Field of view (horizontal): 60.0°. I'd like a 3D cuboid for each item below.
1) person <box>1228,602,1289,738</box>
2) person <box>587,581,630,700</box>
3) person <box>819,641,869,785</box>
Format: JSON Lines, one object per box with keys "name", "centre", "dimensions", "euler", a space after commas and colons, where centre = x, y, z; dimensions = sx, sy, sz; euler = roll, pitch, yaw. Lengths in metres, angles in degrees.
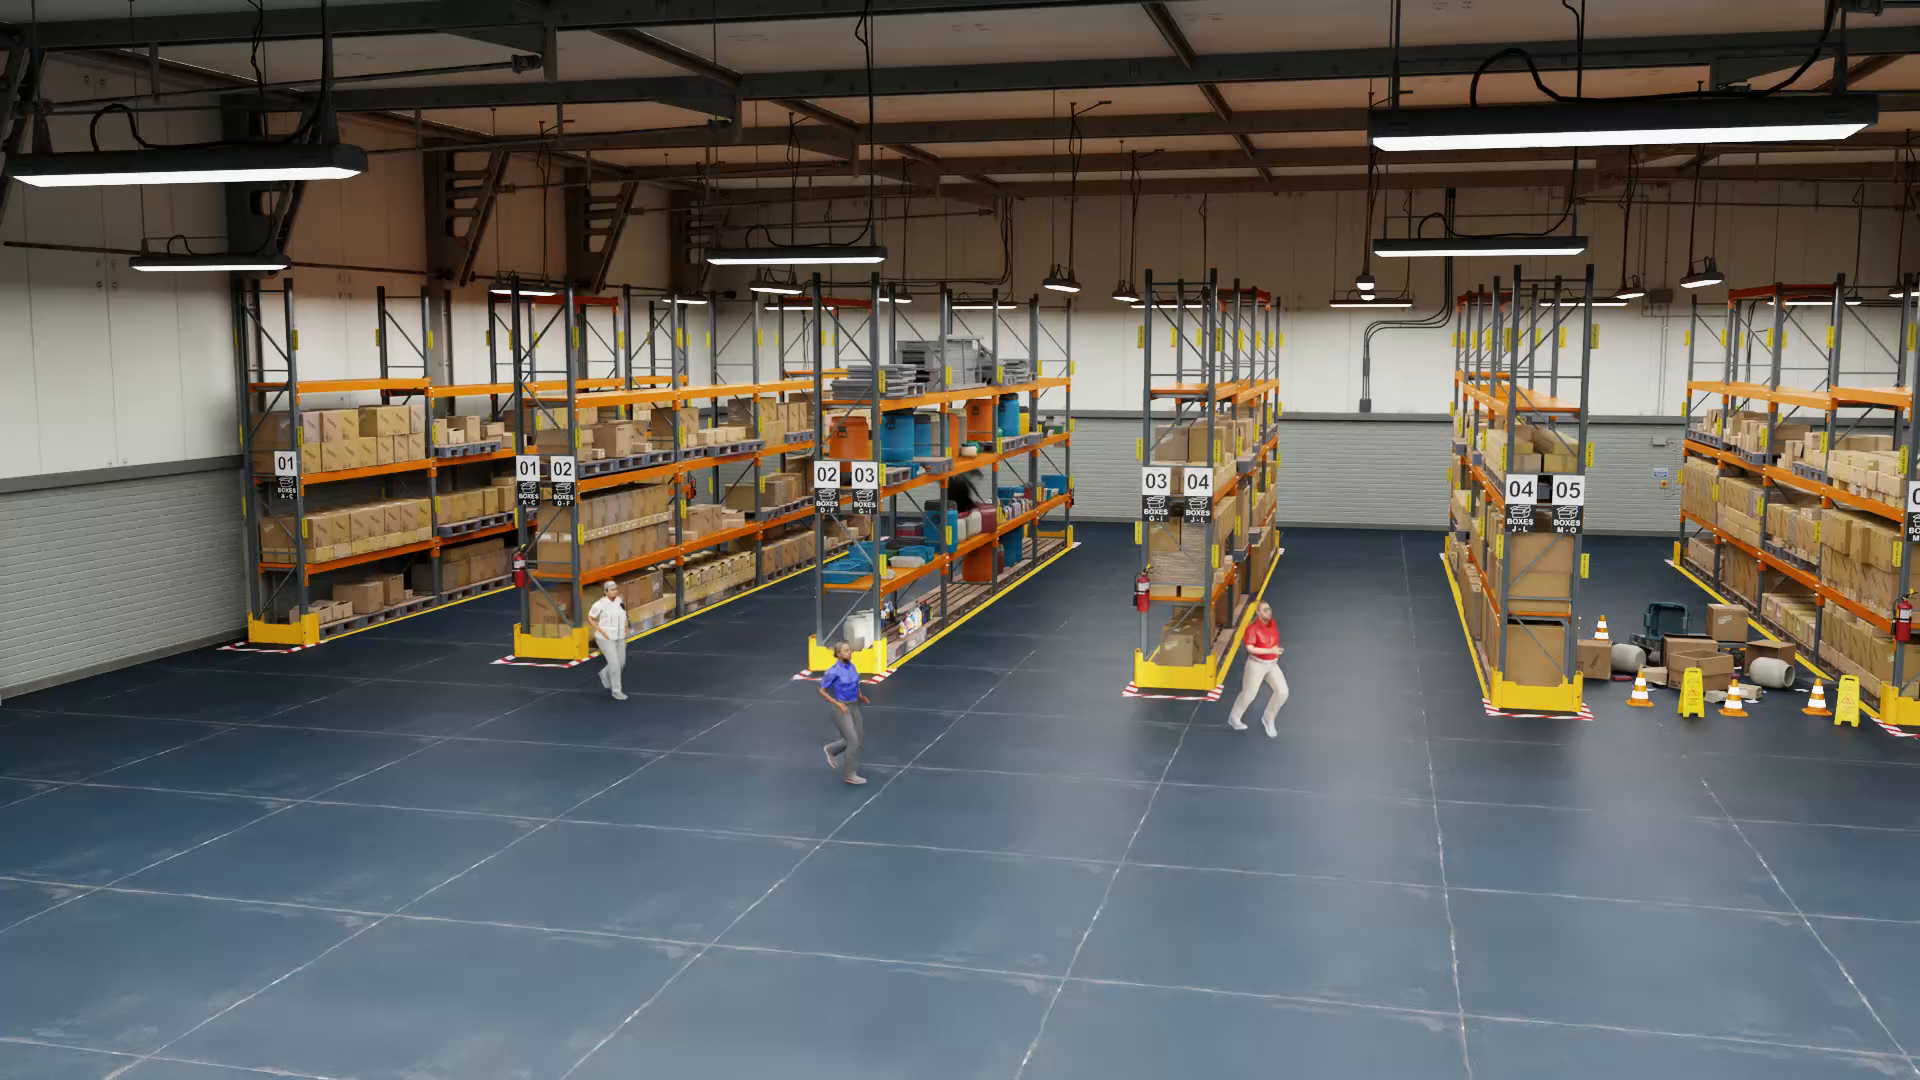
{"name": "person", "centre": [3.830, 1.637, 21.070], "dimensions": [0.673, 1.752, 0.896], "euler": [-4, 8, -32]}
{"name": "person", "centre": [-4.940, 1.391, 23.433], "dimensions": [0.726, 1.653, 0.614], "euler": [6, 9, 39]}
{"name": "person", "centre": [-1.335, 1.947, 18.890], "dimensions": [0.658, 1.607, 0.579], "euler": [5, 8, 36]}
